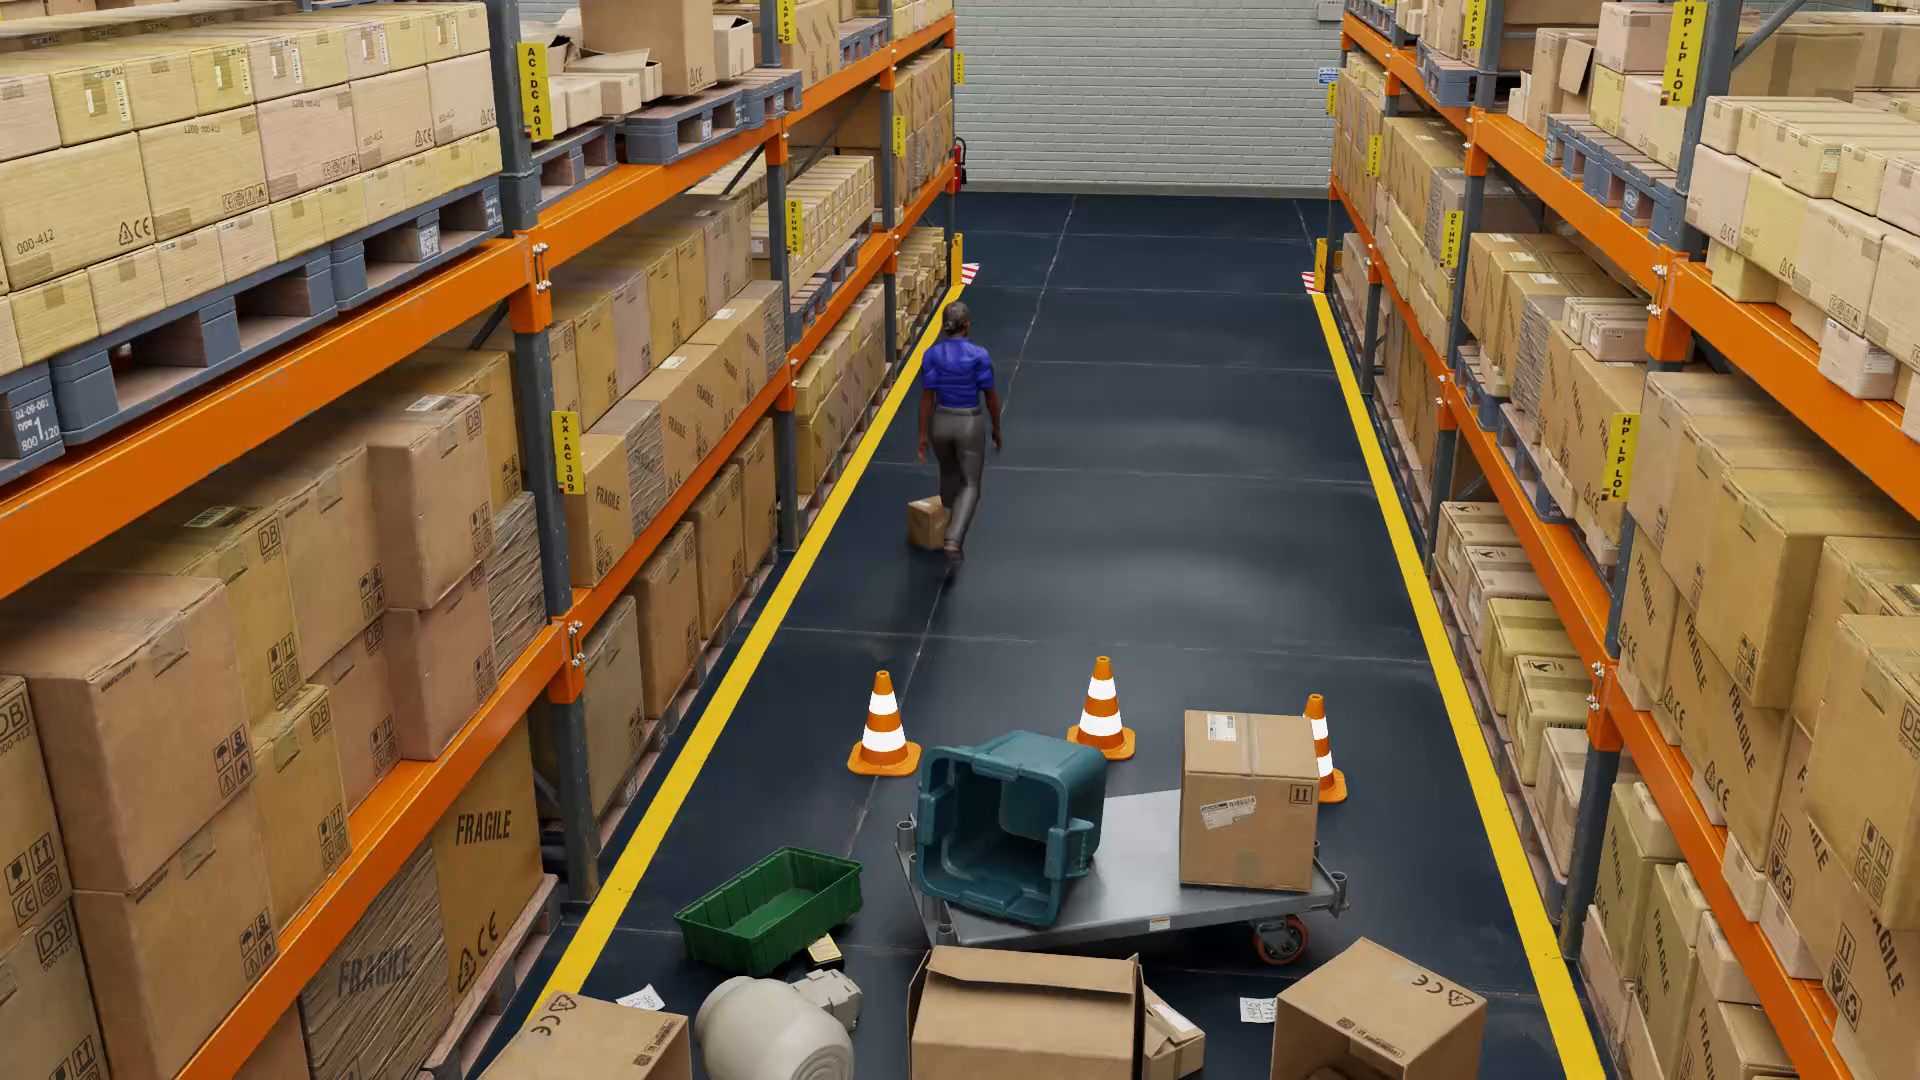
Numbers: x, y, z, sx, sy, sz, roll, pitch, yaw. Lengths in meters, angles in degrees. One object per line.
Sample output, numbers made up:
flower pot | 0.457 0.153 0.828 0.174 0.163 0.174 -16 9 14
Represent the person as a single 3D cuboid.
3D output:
person | -0.002 -0.672 10.321 0.497 1.597 0.947 5 22 12
